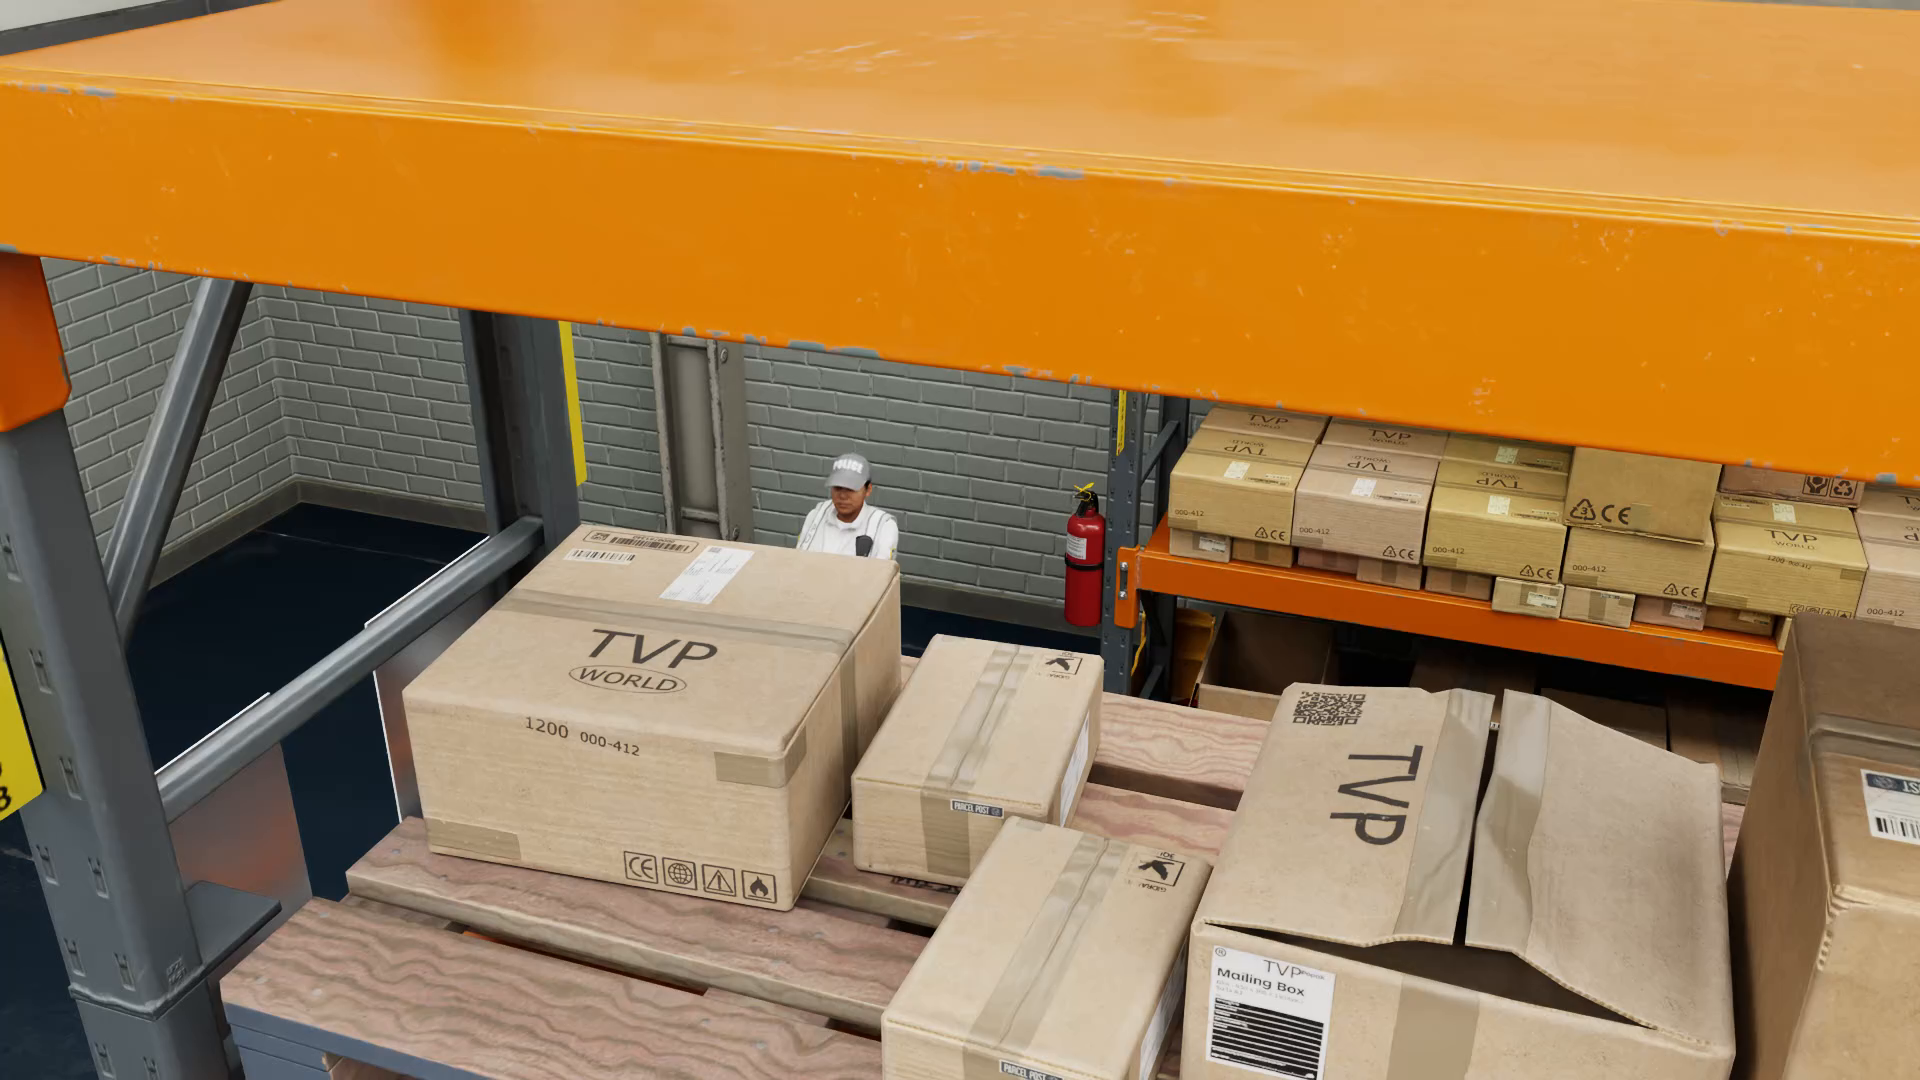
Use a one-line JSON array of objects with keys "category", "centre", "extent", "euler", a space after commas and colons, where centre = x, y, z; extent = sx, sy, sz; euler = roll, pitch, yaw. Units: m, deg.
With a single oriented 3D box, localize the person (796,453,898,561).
[{"category": "person", "centre": [-0.520, 0.436, 7.222], "extent": [0.452, 1.653, 0.541], "euler": [9, 27, 18]}]
